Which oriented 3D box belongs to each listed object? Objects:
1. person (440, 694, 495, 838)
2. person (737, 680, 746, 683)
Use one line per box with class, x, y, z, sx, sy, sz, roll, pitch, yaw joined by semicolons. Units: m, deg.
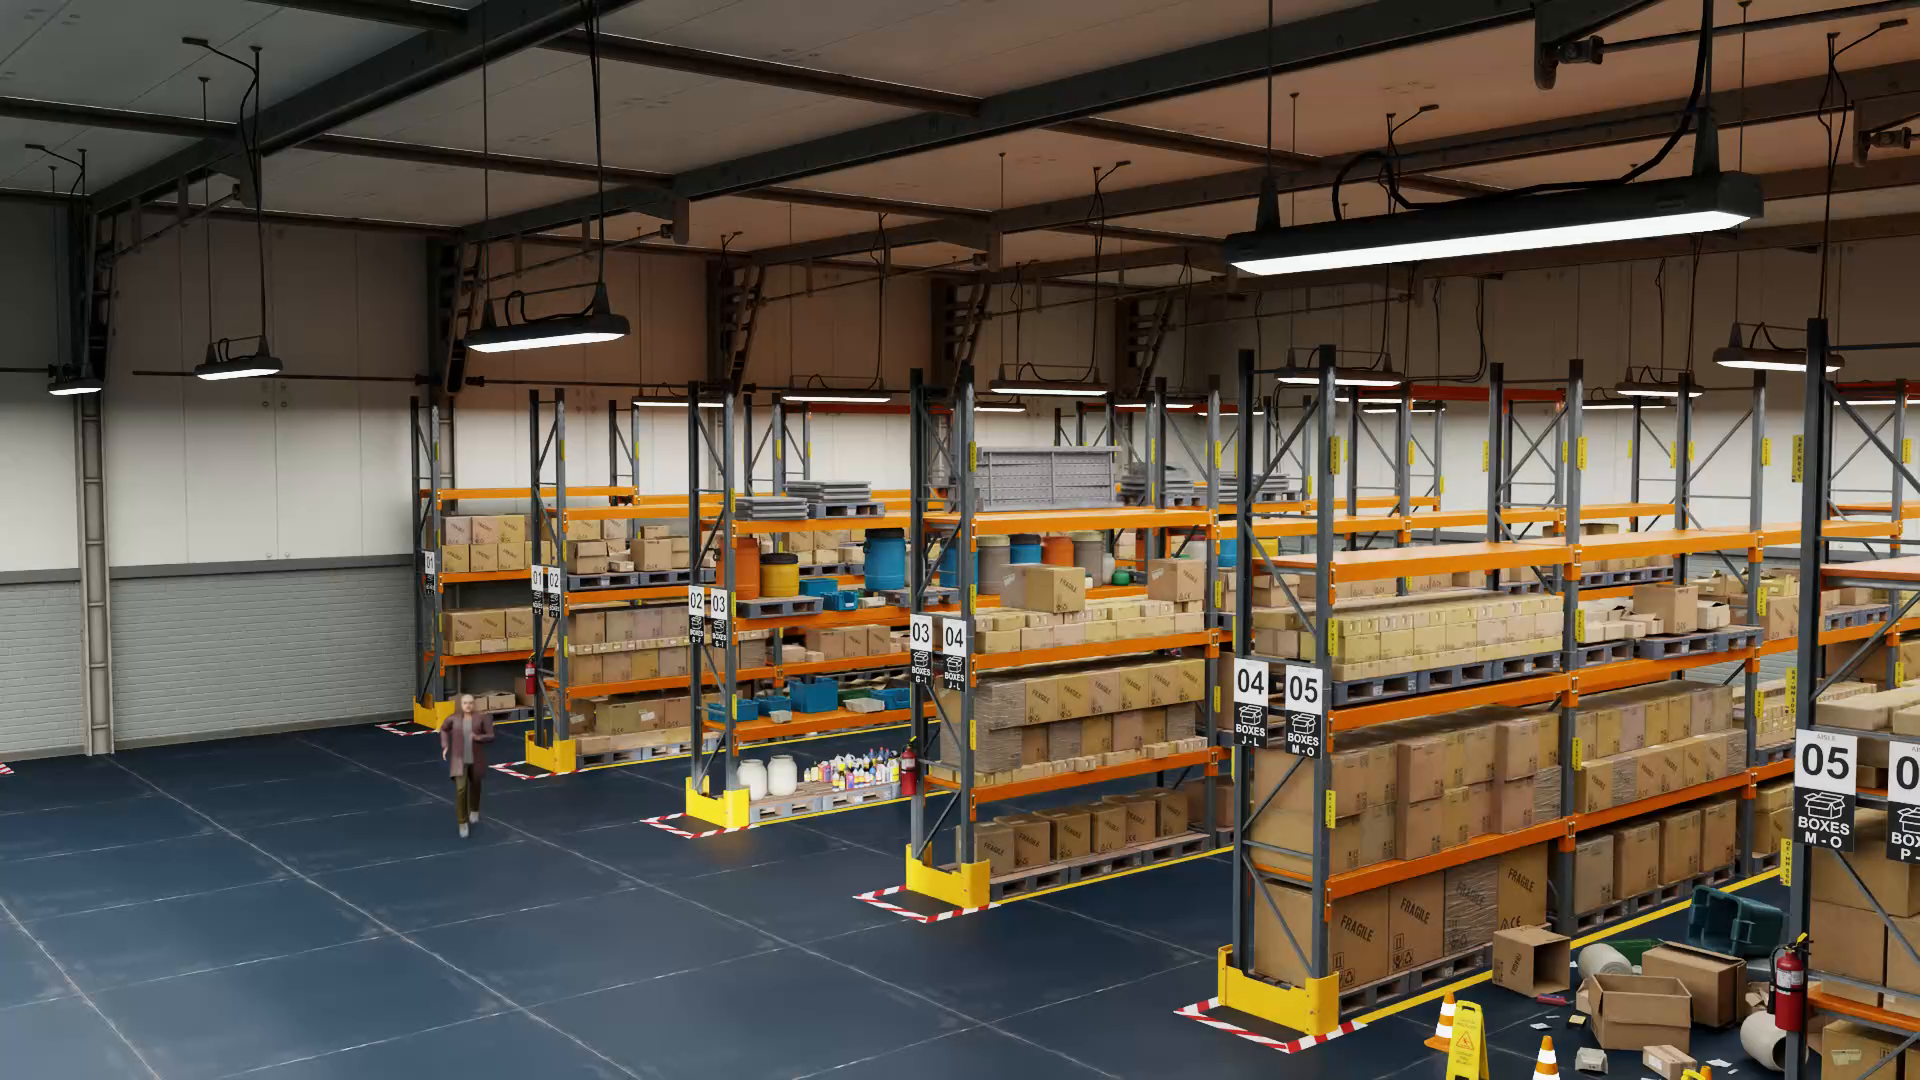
person;-6.531;2.951;22.087;0.687;1.808;0.988;-1;4;-19
person;-3.960;2.545;30.370;0.568;1.626;0.542;3;5;43
